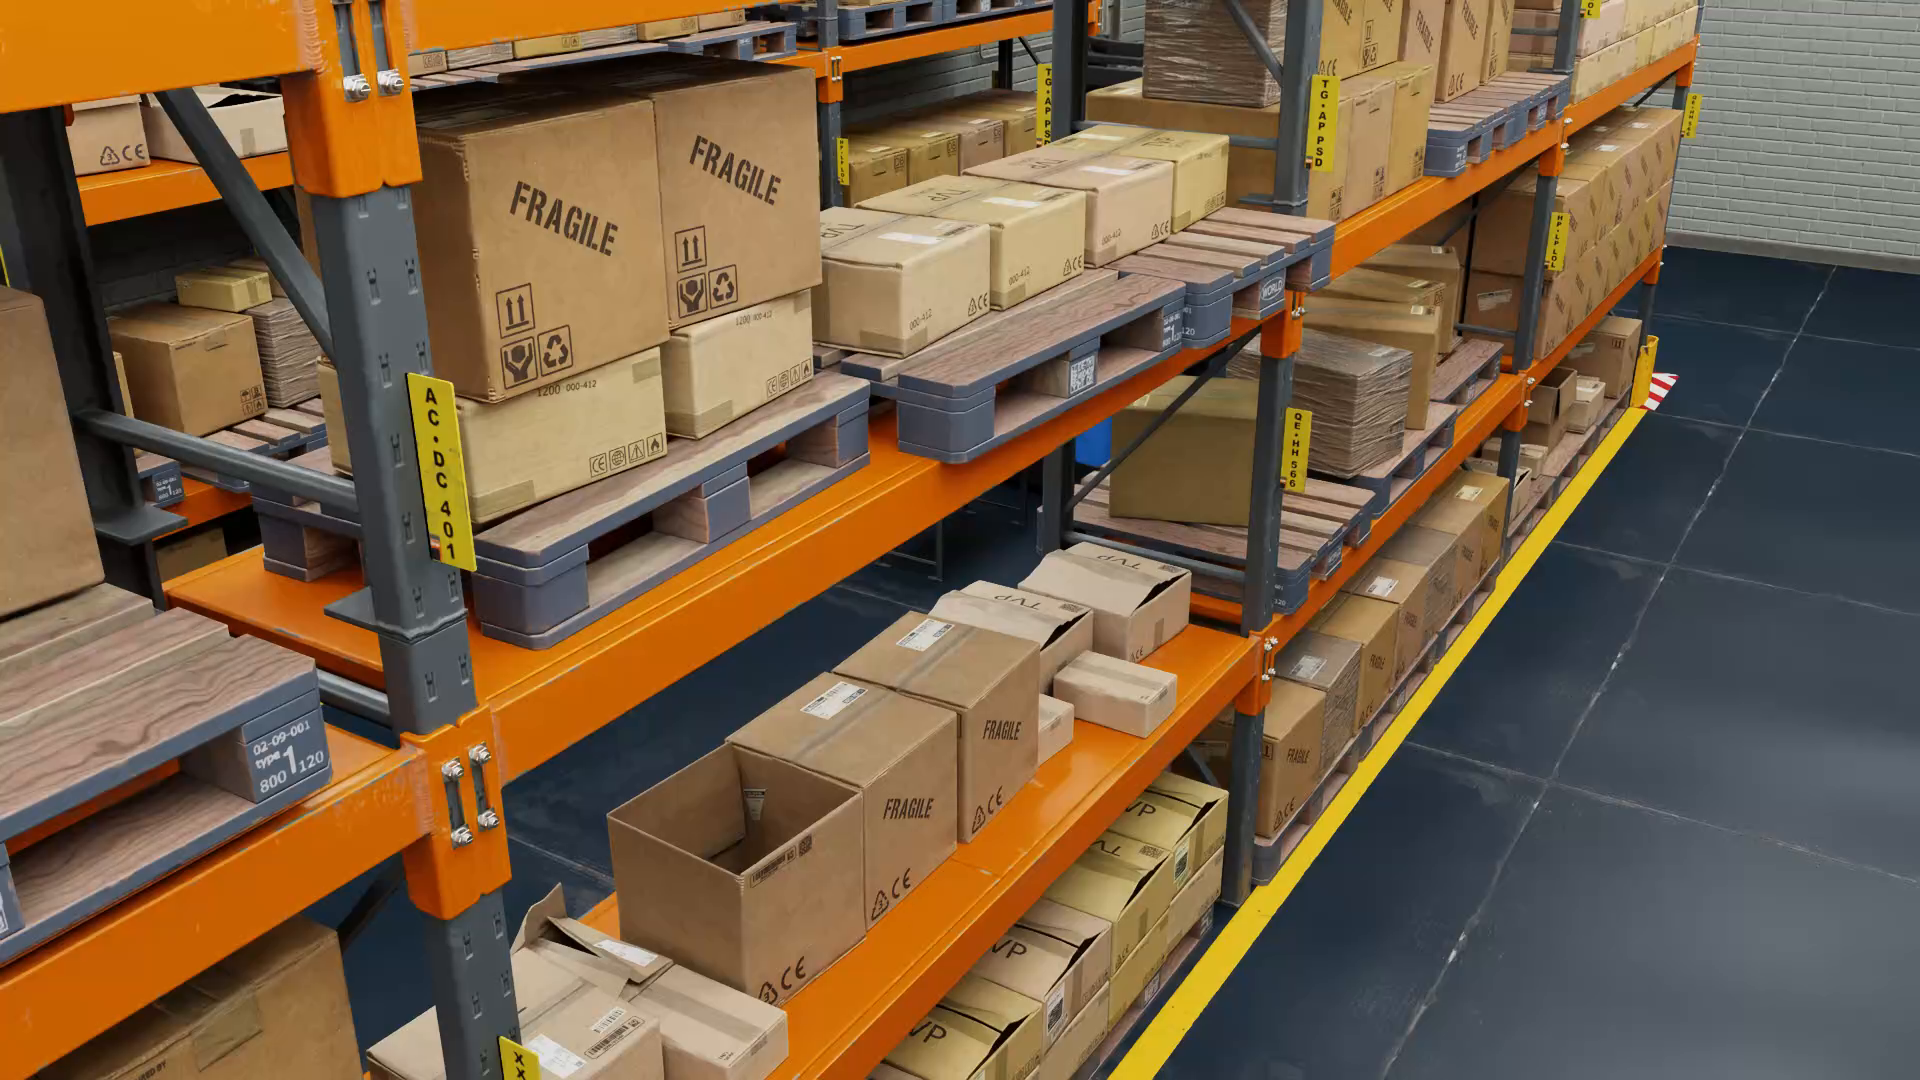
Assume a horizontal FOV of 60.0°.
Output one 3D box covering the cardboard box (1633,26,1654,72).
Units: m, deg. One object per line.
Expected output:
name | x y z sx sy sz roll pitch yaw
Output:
cardboard box | 4.168 -3.199 10.777 0.500 0.250 0.500 14 27 29

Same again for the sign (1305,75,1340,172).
sign | 1.266 -1.454 5.807 0.100 0.325 0.005 14 27 29

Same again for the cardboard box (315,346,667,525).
cardboard box | -0.978 -0.279 3.504 0.500 0.250 0.500 17 29 34

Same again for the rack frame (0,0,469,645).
rack frame | -1.311 -1.326 2.486 1.000 3.000 0.127 14 27 29

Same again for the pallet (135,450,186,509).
pallet | -4.421 -0.195 7.666 1.003 0.211 1.213 14 27 29

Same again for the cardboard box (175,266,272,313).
cardboard box | -3.725 -1.271 8.414 0.380 0.149 0.250 9 25 20

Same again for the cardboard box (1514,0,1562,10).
cardboard box | 3.133 -3.326 9.498 0.700 0.500 0.500 14 27 29

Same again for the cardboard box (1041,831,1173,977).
cardboard box | 0.463 1.294 6.212 0.500 0.311 0.500 13 27 28

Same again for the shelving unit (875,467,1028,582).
shelving unit | -0.045 -0.659 10.386 0.538 1.500 1.048 14 27 29

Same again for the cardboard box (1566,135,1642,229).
cardboard box | 4.211 -2.400 11.134 0.500 0.500 0.500 15 27 31

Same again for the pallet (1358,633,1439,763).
pallet | 1.869 0.703 8.862 1.003 0.211 1.213 14 27 29

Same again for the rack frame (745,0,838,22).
rack frame | -1.302 -5.063 11.118 1.000 3.000 0.127 14 27 29

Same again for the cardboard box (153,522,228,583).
cardboard box | -4.101 0.074 8.451 0.500 0.250 0.500 14 27 30

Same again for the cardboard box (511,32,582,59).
cardboard box | -2.667 -3.134 9.758 0.700 0.500 0.500 15 28 32

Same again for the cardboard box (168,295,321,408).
cardboard box | -3.651 -1.047 8.713 0.700 0.500 0.500 11 26 23

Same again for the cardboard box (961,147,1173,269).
cardboard box | 0.346 -1.078 5.348 0.500 0.250 0.500 15 27 30

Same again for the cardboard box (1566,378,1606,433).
cardboard box | 4.414 -1.014 12.223 0.500 0.250 0.500 14 27 29

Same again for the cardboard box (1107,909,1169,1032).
cardboard box | 0.459 1.550 6.327 0.500 0.250 0.500 14 27 28

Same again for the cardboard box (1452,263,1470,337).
cardboard box | 2.954 -1.541 10.409 0.500 0.500 0.500 14 27 30

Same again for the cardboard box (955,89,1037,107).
cardboard box | 0.548 -3.623 14.967 0.980 0.700 0.700 15 28 31

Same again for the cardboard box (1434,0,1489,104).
cardboard box | 2.247 -2.549 8.307 0.600 0.600 0.600 14 27 28

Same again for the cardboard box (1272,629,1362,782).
cardboard box | 1.553 0.751 7.833 0.500 0.500 0.500 13 27 27

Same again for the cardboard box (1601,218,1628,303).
cardboard box | 4.209 -1.948 11.347 0.500 0.500 0.500 13 27 28

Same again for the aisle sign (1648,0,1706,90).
aisle sign | 5.315 -3.775 12.422 0.394 0.787 0.004 14 27 29

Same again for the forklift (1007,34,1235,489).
forklift | 1.430 -2.120 11.957 1.130 2.935 3.031 16 28 32

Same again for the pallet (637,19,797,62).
pallet | -1.744 -3.279 11.014 0.805 0.209 1.217 13 26 27

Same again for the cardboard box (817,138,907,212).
cardboard box | -1.002 -2.627 12.665 0.980 0.700 0.700 14 27 30

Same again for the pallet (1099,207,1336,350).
pallet | 0.517 -0.965 5.666 1.213 0.211 1.003 15 28 31

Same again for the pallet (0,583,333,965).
pallet | -1.739 0.384 2.422 1.003 0.211 1.213 14 27 29

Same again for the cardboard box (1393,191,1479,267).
cardboard box | 2.955 -2.003 10.216 0.500 0.500 0.500 14 27 29

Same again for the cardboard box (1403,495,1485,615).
cardboard box | 2.624 0.064 9.419 0.500 0.500 0.500 14 27 29

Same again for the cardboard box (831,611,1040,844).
cardboard box | -0.073 0.601 5.460 0.500 0.500 0.500 12 26 26

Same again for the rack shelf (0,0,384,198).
rack shelf | -2.366 -0.137 1.149 1.077 0.370 4.000 14 27 29

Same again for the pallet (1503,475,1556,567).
pallet | 3.272 -0.225 11.004 1.003 0.211 1.213 14 27 29

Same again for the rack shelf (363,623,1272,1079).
rack shelf | -0.256 1.082 5.380 1.077 0.370 4.000 14 27 29

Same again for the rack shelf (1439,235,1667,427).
rack shelf | 3.964 -1.618 11.617 1.077 0.370 4.000 14 27 29

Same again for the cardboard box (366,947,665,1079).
cardboard box | -1.089 1.321 4.113 0.500 0.250 0.500 16 28 32

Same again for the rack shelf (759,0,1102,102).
rack shelf | -0.247 -4.031 13.416 1.077 0.370 4.000 14 27 29

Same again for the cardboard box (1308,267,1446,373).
cardboard box | 2.160 -1.153 8.984 0.700 0.500 0.500 19 30 37

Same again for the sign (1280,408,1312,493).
sign | 1.272 -0.339 6.300 0.100 0.325 0.005 14 27 29

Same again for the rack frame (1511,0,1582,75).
rack frame | 2.909 -4.026 8.723 1.000 3.000 0.127 14 27 29

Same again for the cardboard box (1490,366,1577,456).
cardboard box | 3.895 -0.965 11.791 0.797 0.503 0.637 14 27 29

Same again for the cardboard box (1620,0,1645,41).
cardboard box | 3.912 -3.258 10.283 0.500 0.250 0.500 14 27 29

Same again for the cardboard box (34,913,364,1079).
cardboard box | -1.540 0.937 3.051 0.700 0.500 0.500 14 27 29

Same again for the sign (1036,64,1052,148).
sign | 0.339 -1.651 6.362 0.100 0.325 0.005 14 27 29

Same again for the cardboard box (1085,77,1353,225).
cardboard box | 1.000 -1.500 6.537 0.910 0.500 0.500 14 27 29

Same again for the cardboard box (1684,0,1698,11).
cardboard box | 4.964 -3.933 11.844 0.500 0.250 0.500 14 27 29

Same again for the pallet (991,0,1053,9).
pallet | 0.426 -4.743 14.267 1.003 0.211 1.213 14 27 29
